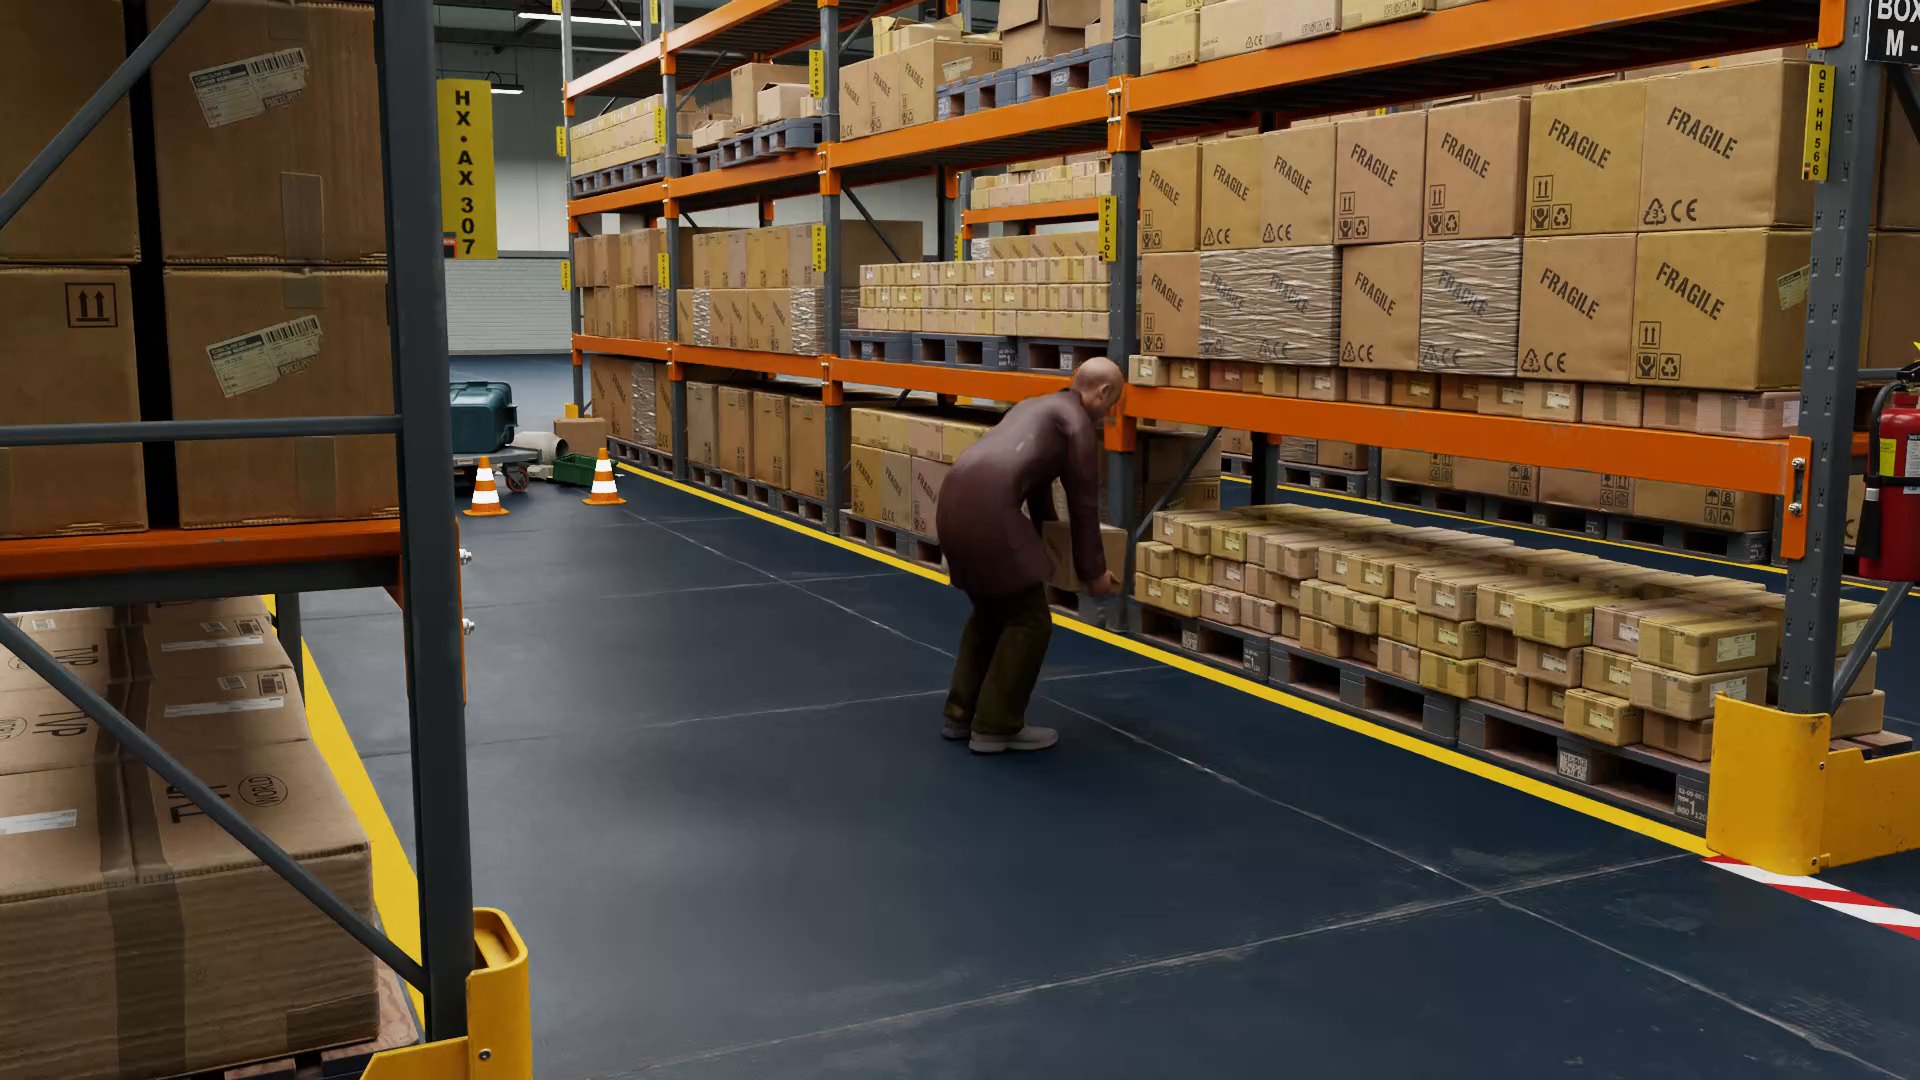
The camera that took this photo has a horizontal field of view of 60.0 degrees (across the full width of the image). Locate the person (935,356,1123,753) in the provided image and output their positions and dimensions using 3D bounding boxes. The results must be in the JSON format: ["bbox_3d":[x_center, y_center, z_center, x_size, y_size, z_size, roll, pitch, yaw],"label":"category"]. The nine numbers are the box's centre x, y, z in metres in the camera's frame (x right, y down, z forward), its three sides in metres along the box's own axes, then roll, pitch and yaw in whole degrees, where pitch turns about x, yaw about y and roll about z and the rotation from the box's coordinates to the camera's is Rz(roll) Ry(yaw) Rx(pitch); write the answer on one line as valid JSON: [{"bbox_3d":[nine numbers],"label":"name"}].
[{"bbox_3d":[0.297,0.044,6.550,0.806,1.503,0.556,-4,9,-27],"label":"person"}]
